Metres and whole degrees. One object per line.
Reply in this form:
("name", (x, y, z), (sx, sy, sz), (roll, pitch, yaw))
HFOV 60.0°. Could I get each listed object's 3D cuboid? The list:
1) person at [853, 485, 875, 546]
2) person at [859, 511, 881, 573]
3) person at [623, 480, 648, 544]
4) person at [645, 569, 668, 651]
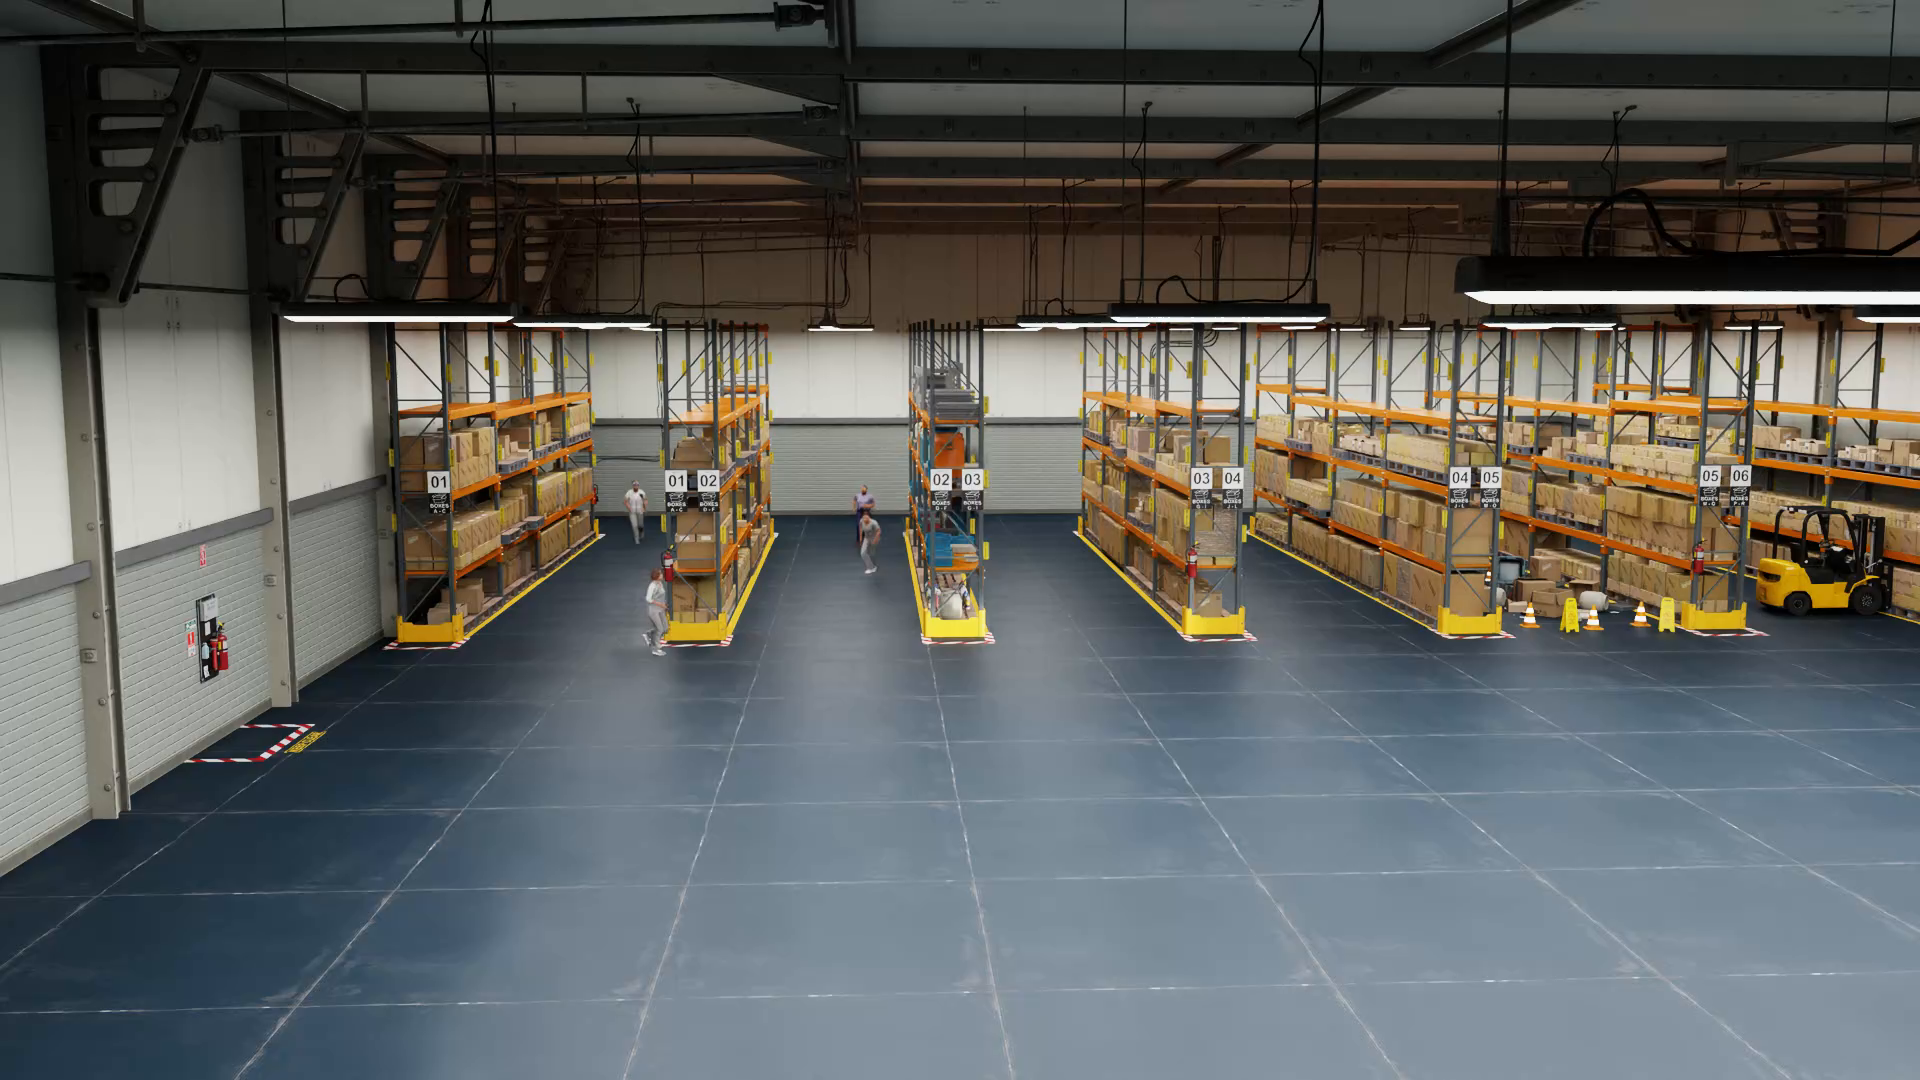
("person", (-2.613, -0.663, 45.287), (0.603, 1.692, 0.681), (0, 7, -1))
("person", (-2.021, 0.050, 38.121), (0.556, 1.483, 0.989), (2, 7, 16))
("person", (-8.931, -0.785, 45.791), (0.663, 1.766, 0.654), (-2, 7, -15))
("person", (-5.443, 1.252, 29.744), (0.545, 1.492, 0.527), (2, 7, 15))
